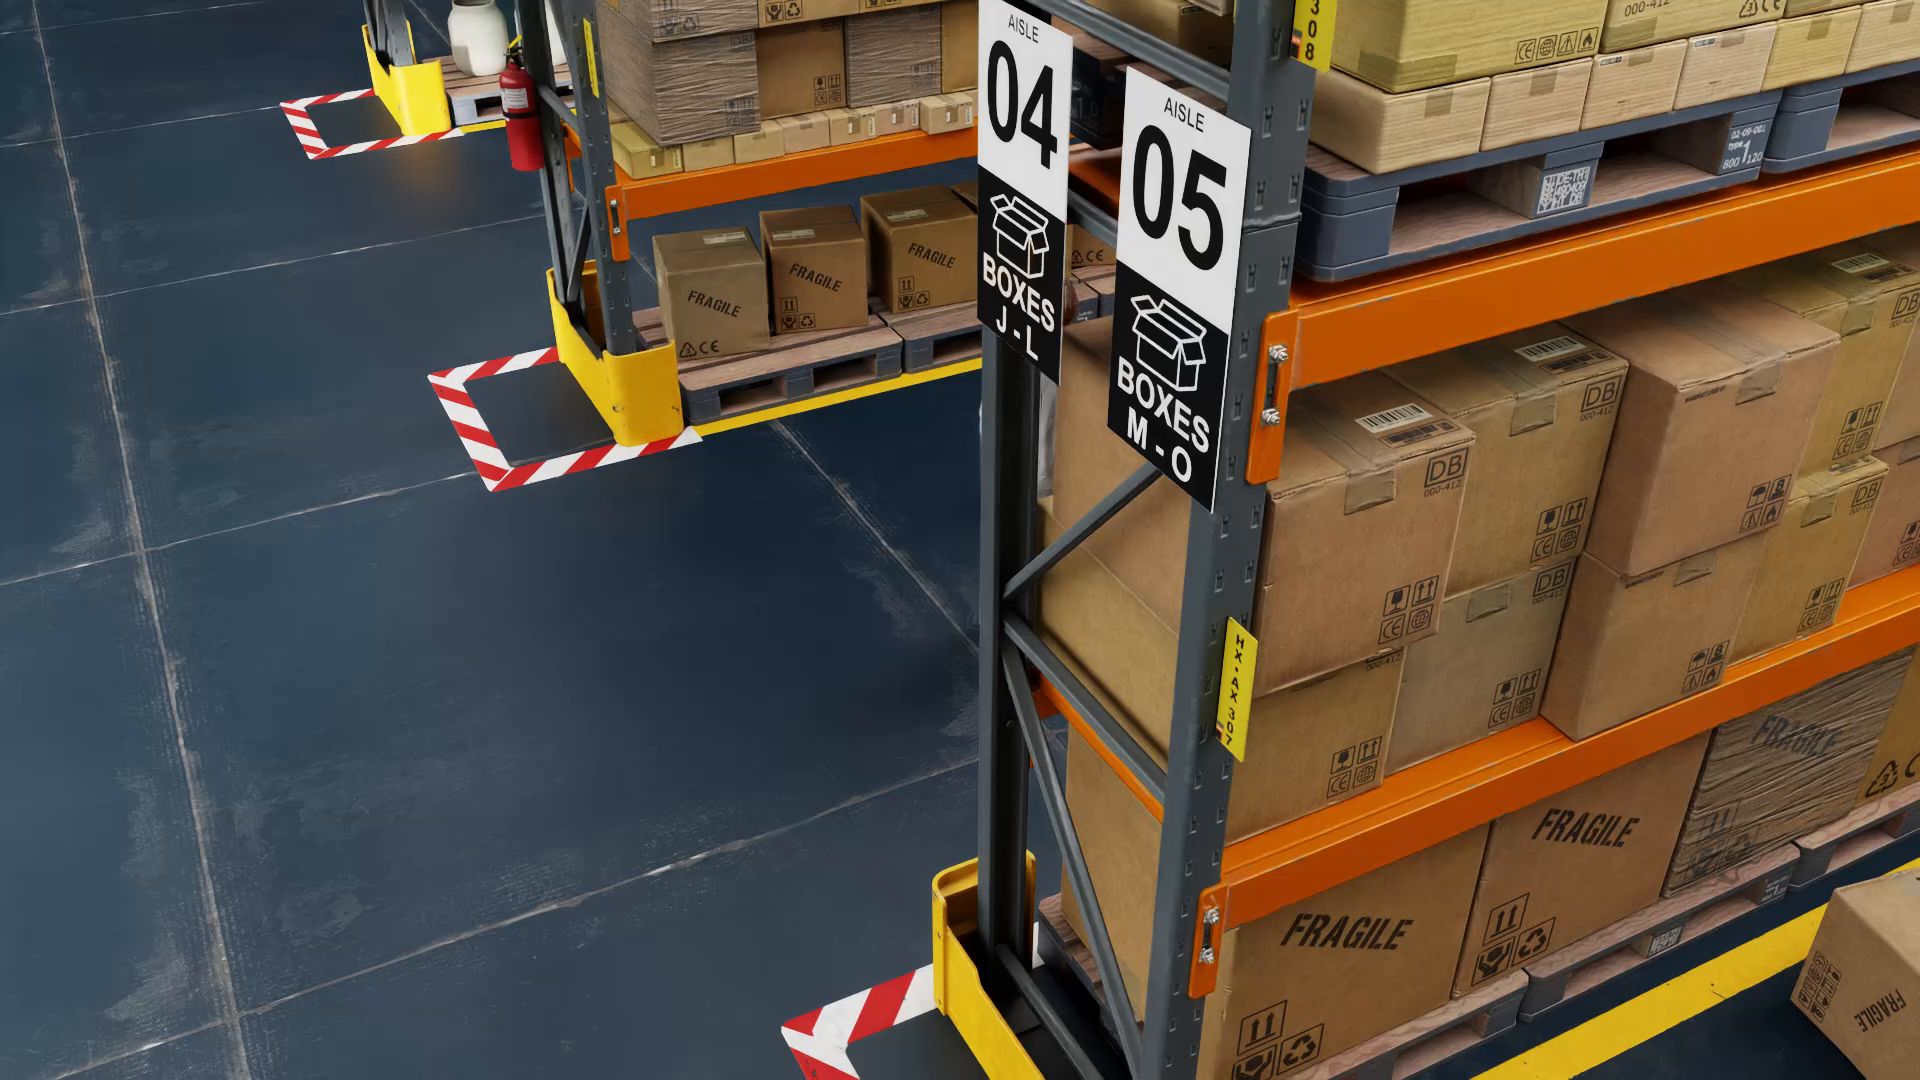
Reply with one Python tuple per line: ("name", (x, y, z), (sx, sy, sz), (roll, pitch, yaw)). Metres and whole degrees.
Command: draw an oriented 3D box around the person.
("person", (0.282, -0.246, 6.556), (0.434, 1.627, 0.502), (13, 36, 18))
